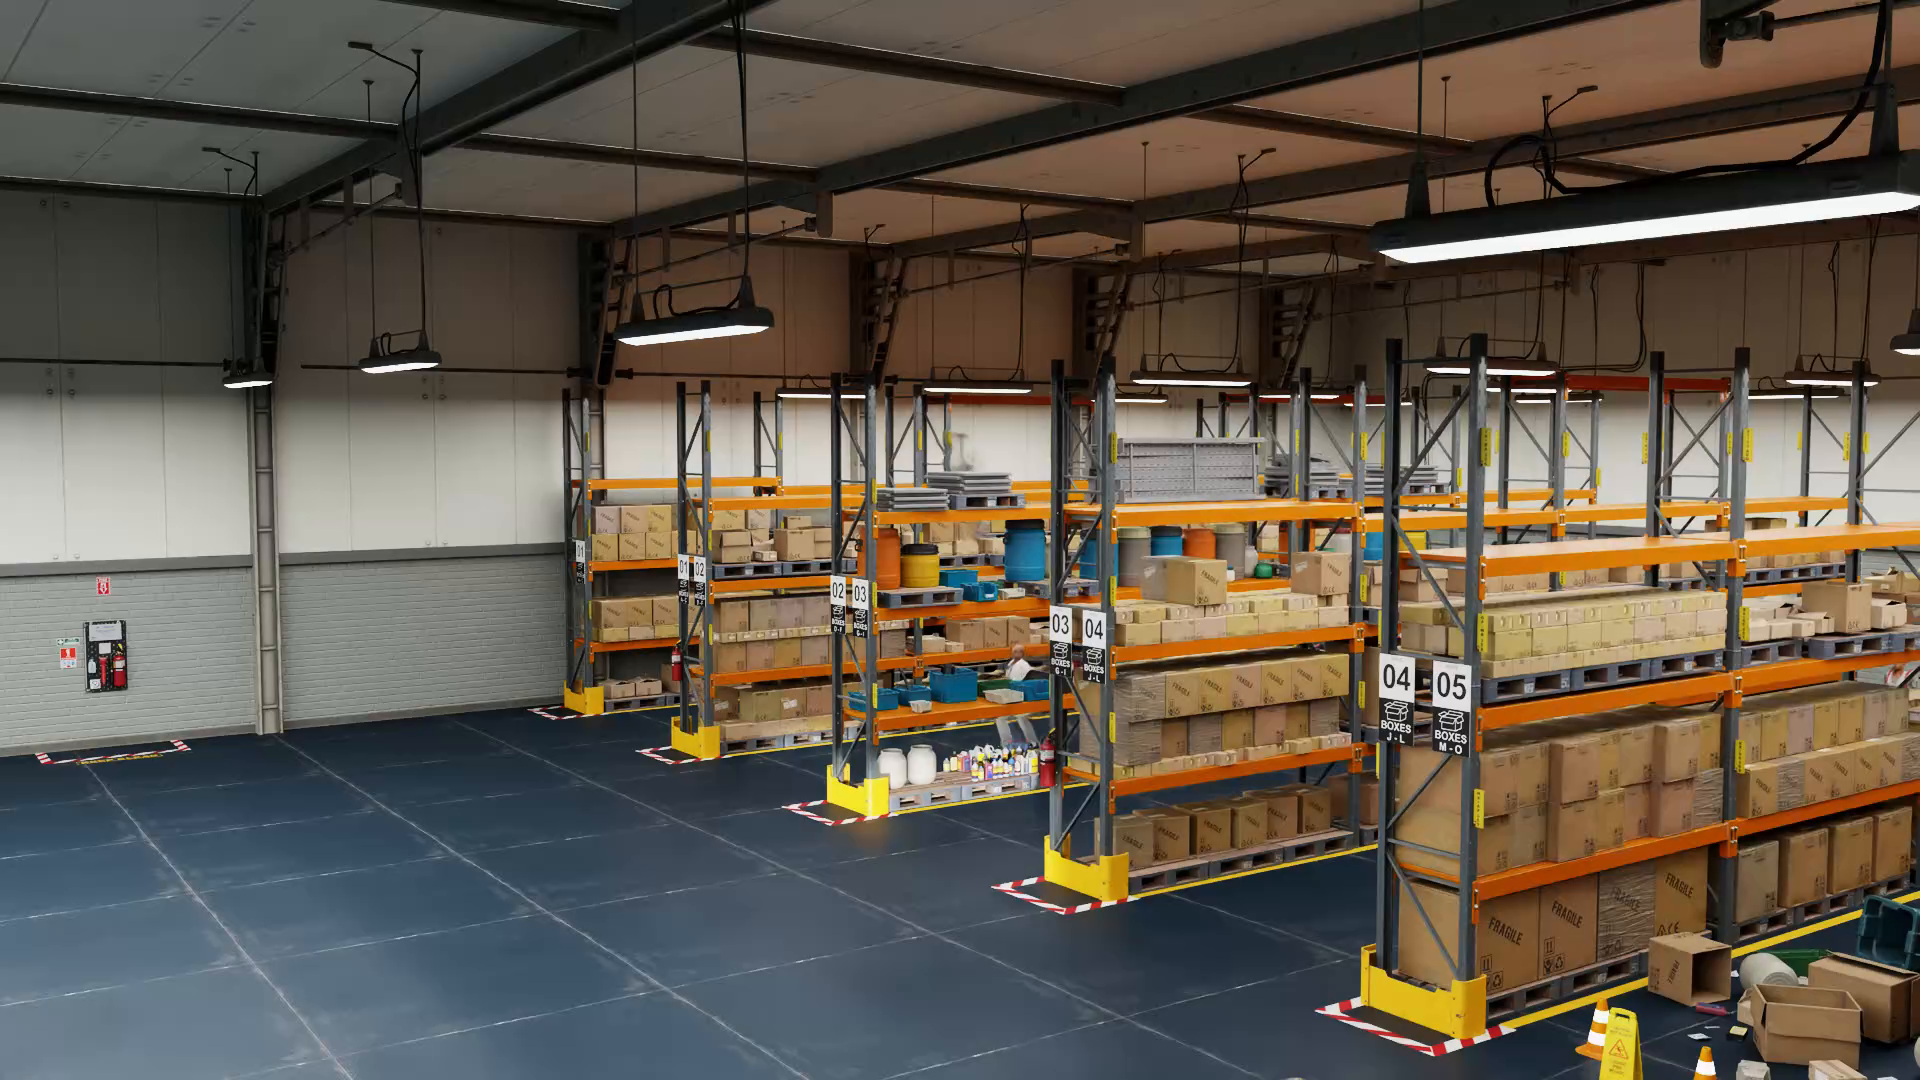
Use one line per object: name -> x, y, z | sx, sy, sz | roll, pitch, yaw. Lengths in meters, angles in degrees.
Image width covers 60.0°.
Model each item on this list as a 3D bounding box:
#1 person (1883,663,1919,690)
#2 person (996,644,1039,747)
person -> 14.615, 2.621, 25.840 | 0.690, 1.638, 0.644 | -3, 4, -35
person -> 0.893, 2.495, 26.505 | 0.803, 1.671, 0.670 | -3, 5, -39
